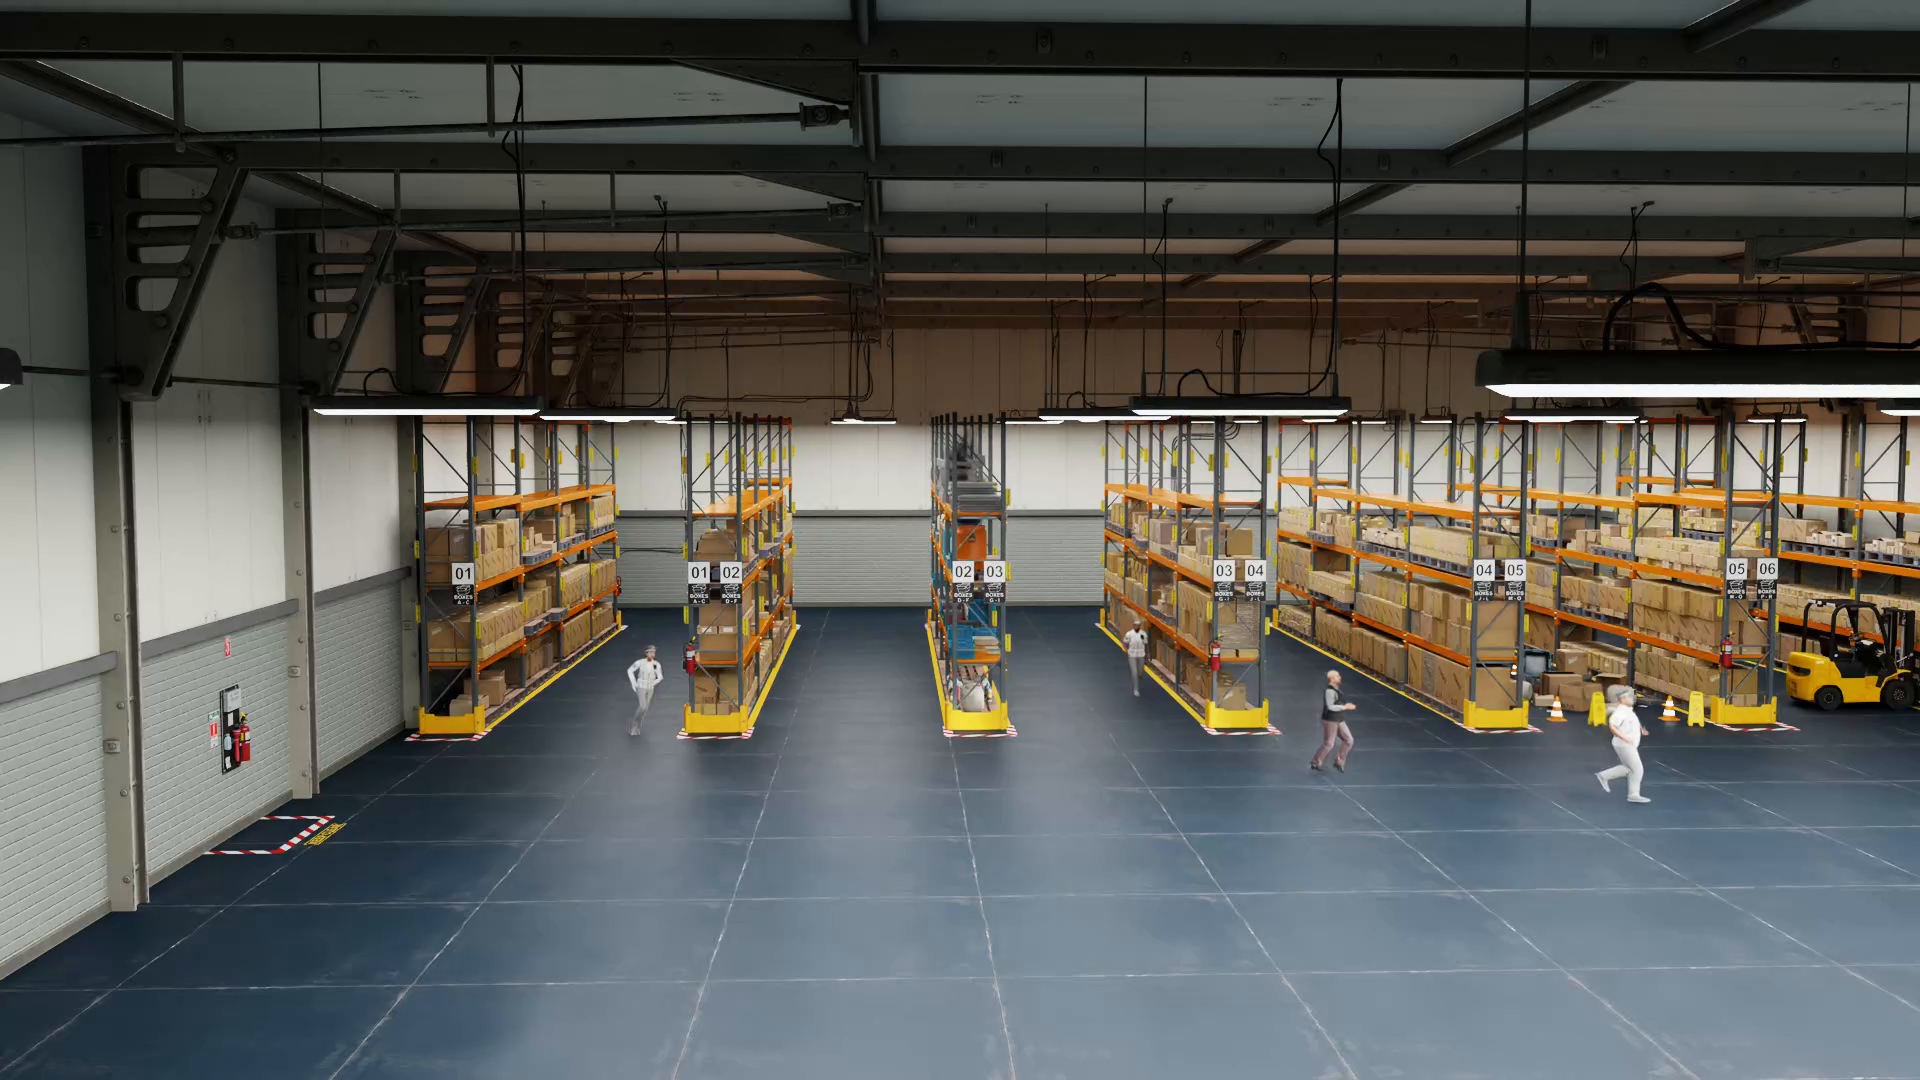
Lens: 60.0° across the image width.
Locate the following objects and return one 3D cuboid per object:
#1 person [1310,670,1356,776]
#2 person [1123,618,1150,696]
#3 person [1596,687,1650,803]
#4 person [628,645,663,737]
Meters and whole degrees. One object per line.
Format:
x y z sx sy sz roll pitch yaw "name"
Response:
6.136 3.018 27.288 0.756 1.770 0.635 2 4 28 "person"
3.766 2.483 35.654 0.557 1.655 0.695 0 4 -5 "person"
10.163 3.115 25.441 0.792 1.745 0.674 2 5 30 "person"
-5.844 2.798 30.923 0.633 1.684 0.612 -2 5 -32 "person"
